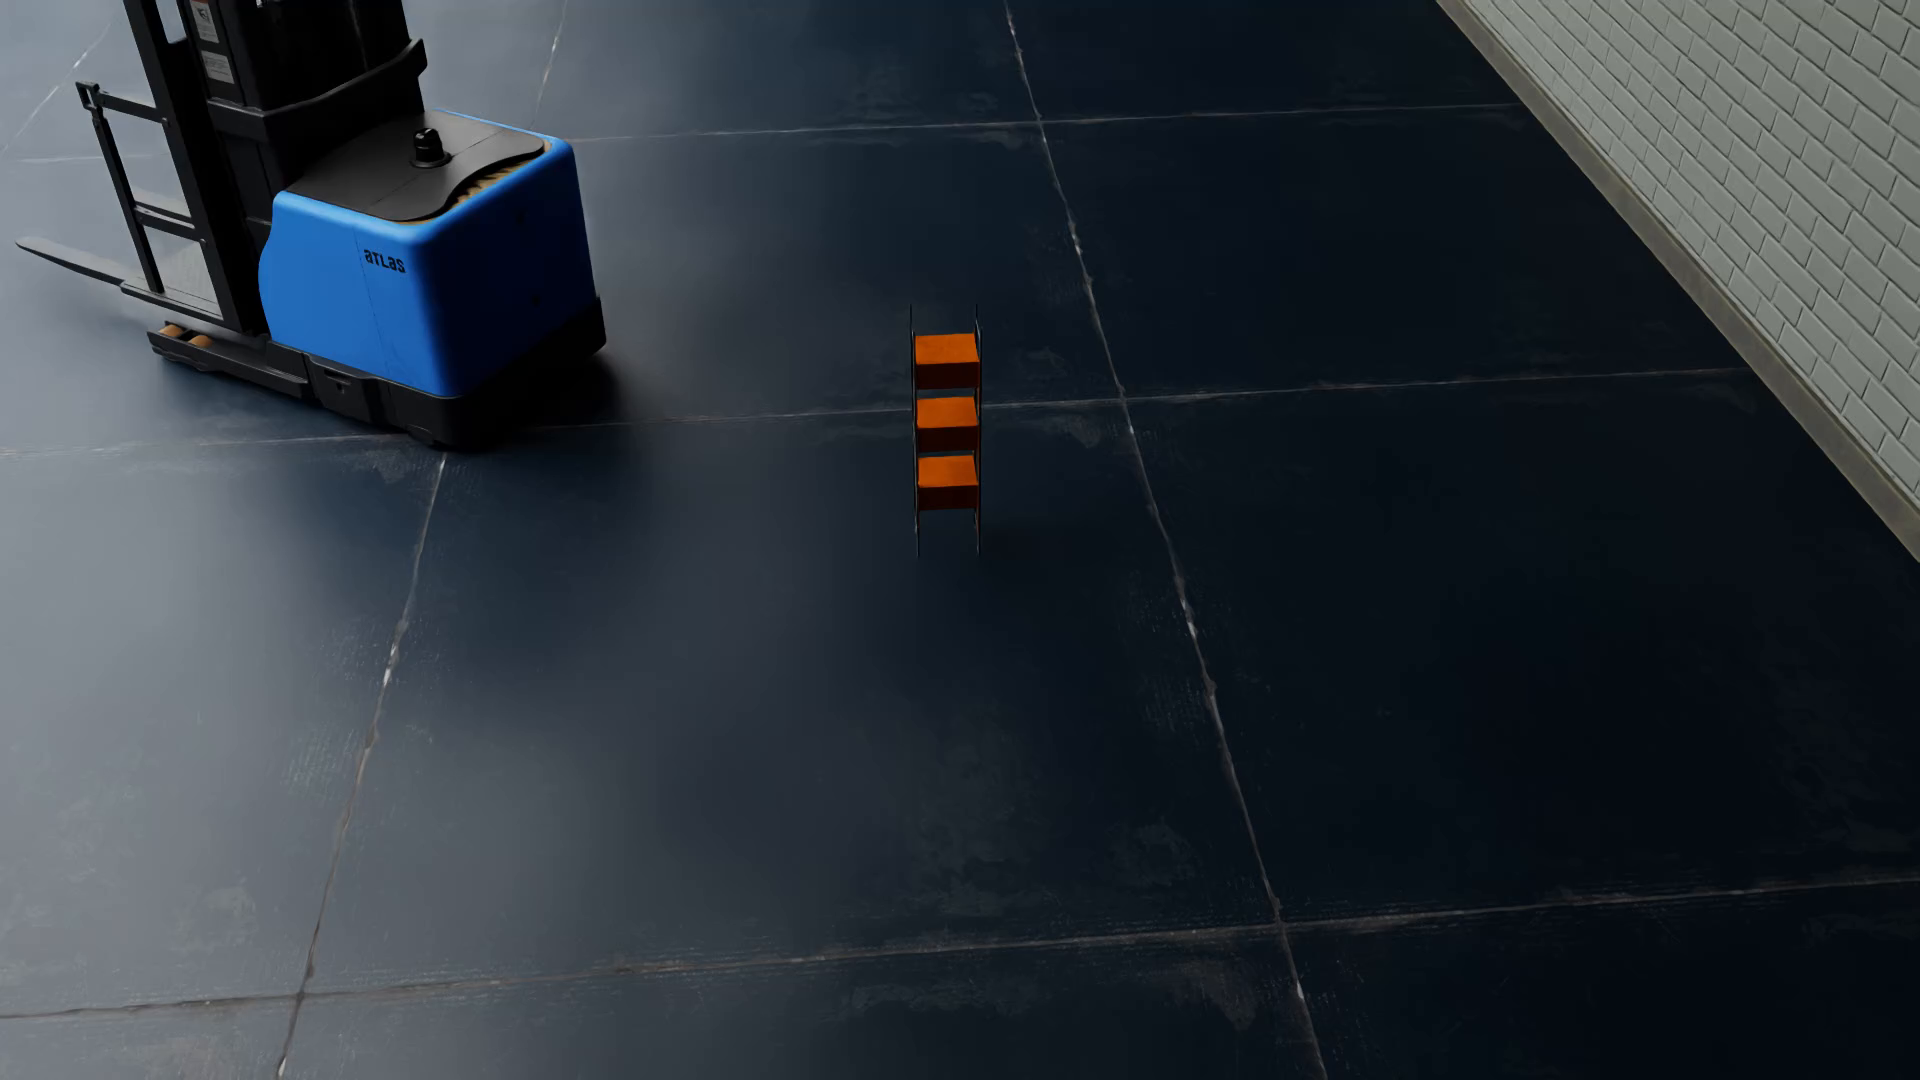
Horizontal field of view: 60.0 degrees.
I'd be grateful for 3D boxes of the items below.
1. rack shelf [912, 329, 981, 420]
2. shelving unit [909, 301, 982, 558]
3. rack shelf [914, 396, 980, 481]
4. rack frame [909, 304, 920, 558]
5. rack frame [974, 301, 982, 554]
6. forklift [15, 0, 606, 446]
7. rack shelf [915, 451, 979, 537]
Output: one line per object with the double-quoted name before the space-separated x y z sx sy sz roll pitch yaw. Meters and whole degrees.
"rack shelf" -0.053 -0.624 6.252 0.240 0.259 0.215 -3 38 -4
"shelving unit" -0.053 -0.409 6.421 0.252 1.050 0.215 -3 38 -4
"rack shelf" -0.053 -0.401 6.428 0.240 0.259 0.215 -3 38 -4
"rack frame" -0.175 -0.403 6.413 0.008 1.050 0.200 -3 38 -4
"rack frame" 0.068 -0.416 6.430 0.008 1.050 0.200 -3 38 -4
"forklift" -3.209 -2.203 7.176 3.031 2.935 1.130 18 42 22
"rack shelf" -0.053 -0.183 6.600 0.240 0.259 0.215 -3 38 -4
